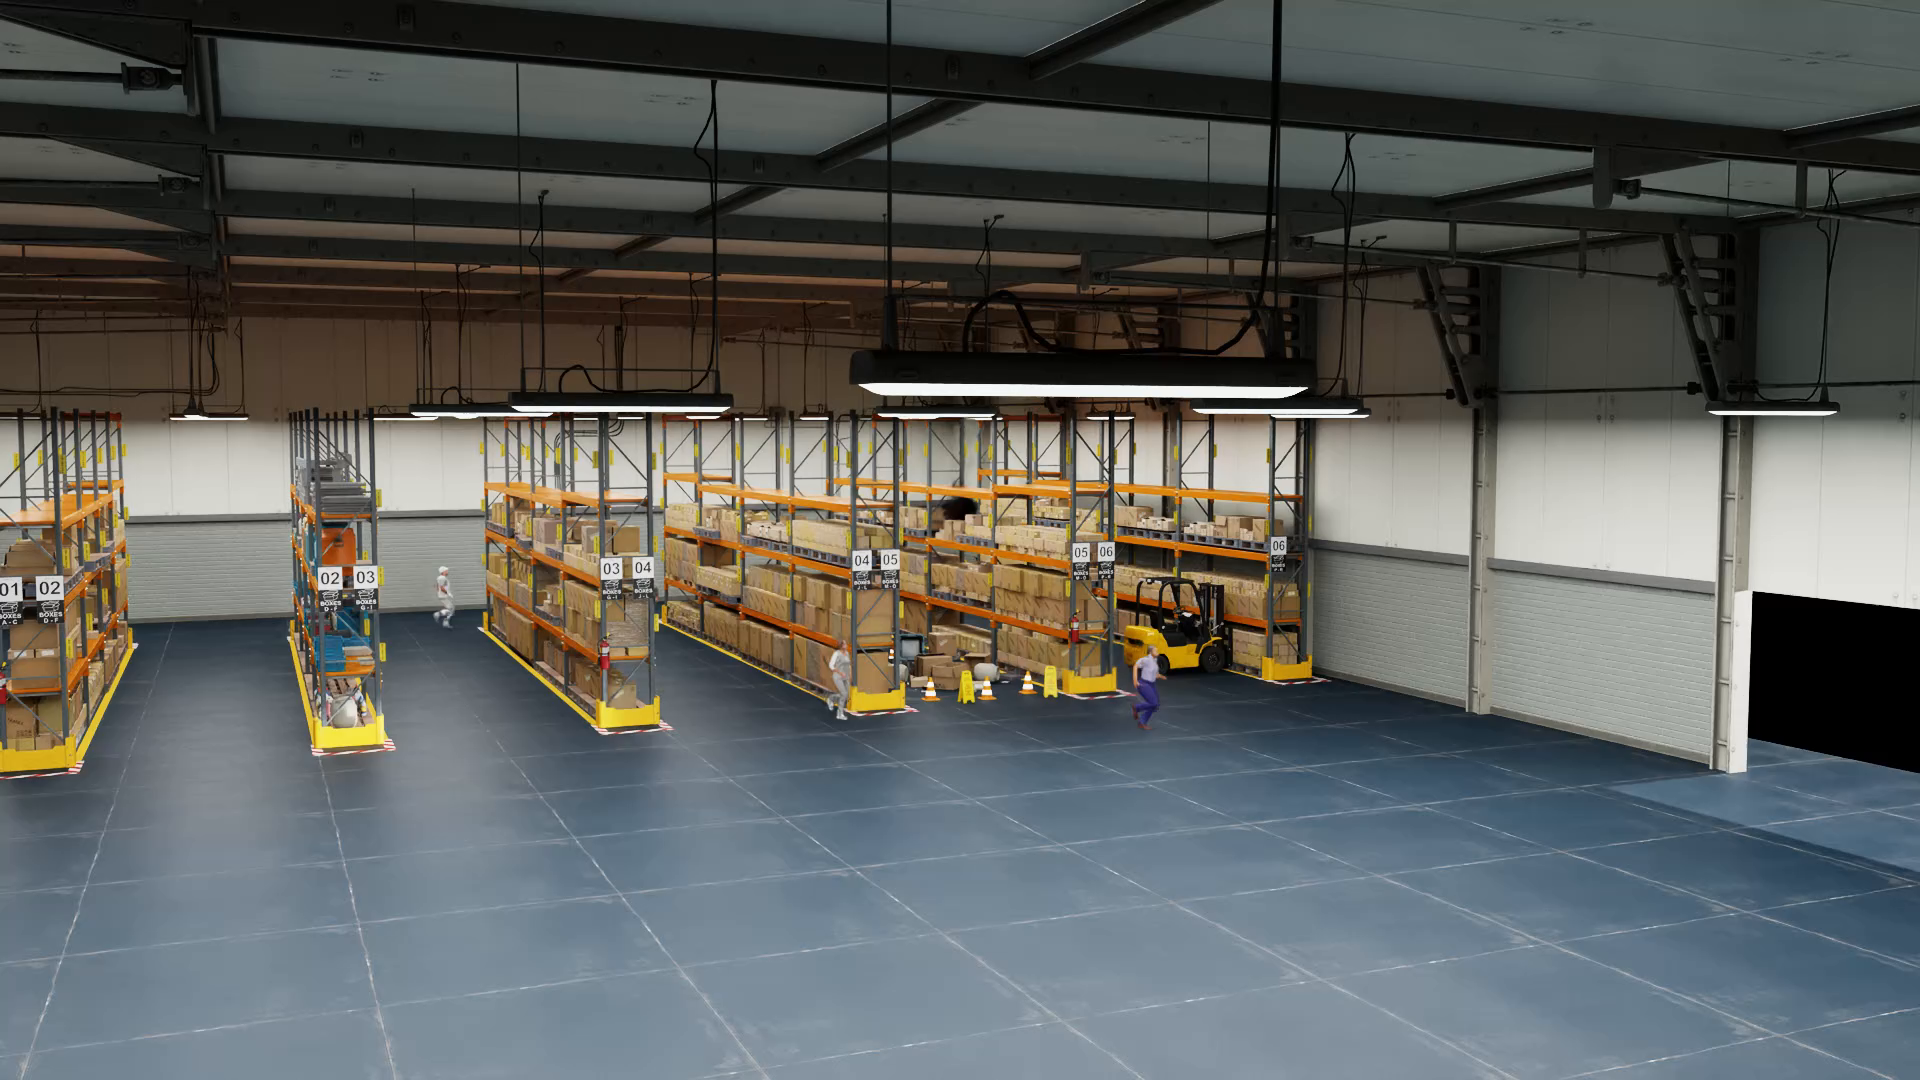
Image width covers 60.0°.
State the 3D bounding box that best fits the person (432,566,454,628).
[{"bbox_3d":[-14.477,1.612,46.491,0.611,1.752,0.670,-2,5,-28],"label":"person"}]

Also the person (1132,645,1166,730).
[{"bbox_3d":[3.546,2.768,31.140,0.624,1.585,0.645,2,5,30],"label":"person"}]

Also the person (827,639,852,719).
[{"bbox_3d":[-2.357,2.698,32.381,0.599,1.567,0.582,3,5,36],"label":"person"}]

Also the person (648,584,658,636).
[{"bbox_3d":[-8.353,1.770,44.255,0.662,1.769,0.904,-1,4,-17],"label":"person"}]
